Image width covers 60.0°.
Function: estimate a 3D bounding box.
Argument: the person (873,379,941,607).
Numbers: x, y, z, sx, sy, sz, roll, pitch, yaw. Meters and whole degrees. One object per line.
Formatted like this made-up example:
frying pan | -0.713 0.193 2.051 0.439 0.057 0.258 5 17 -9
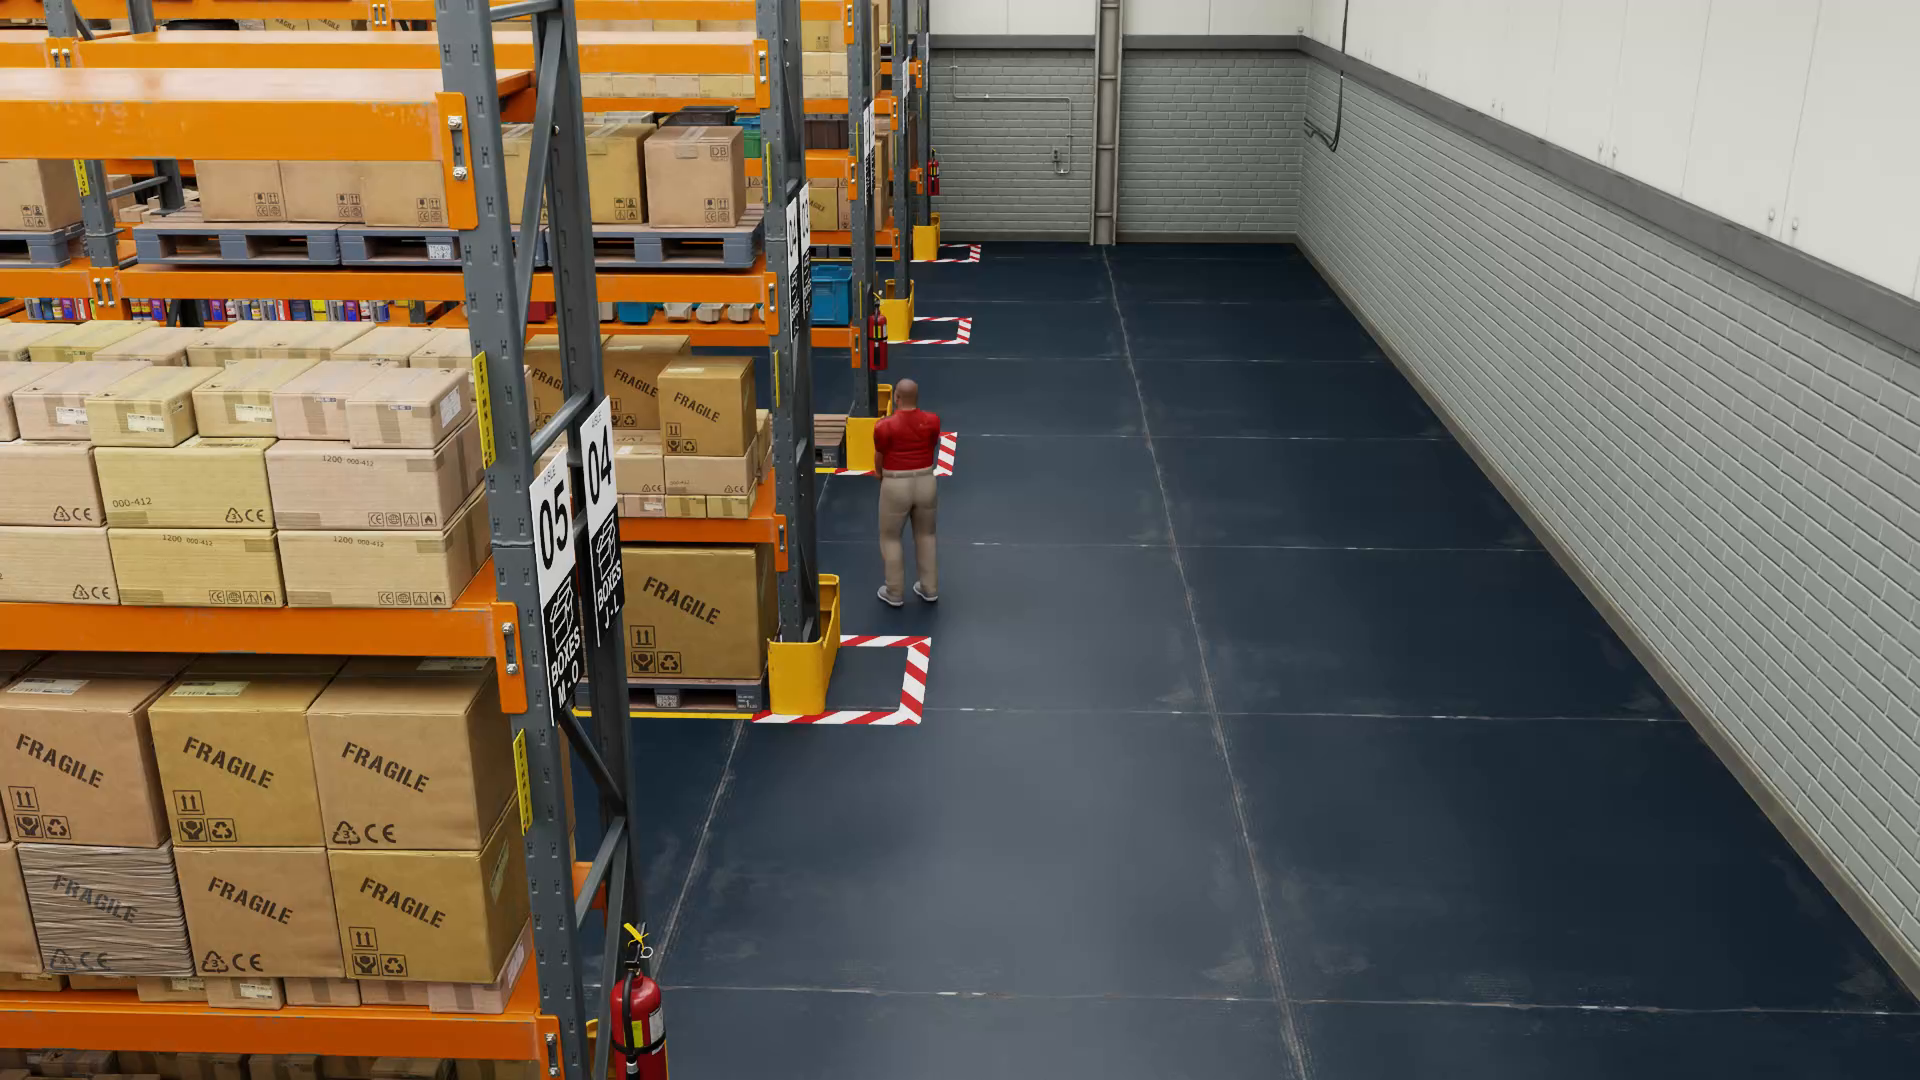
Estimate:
person | -0.421 -0.385 12.140 0.494 1.712 0.530 -8 22 -19
